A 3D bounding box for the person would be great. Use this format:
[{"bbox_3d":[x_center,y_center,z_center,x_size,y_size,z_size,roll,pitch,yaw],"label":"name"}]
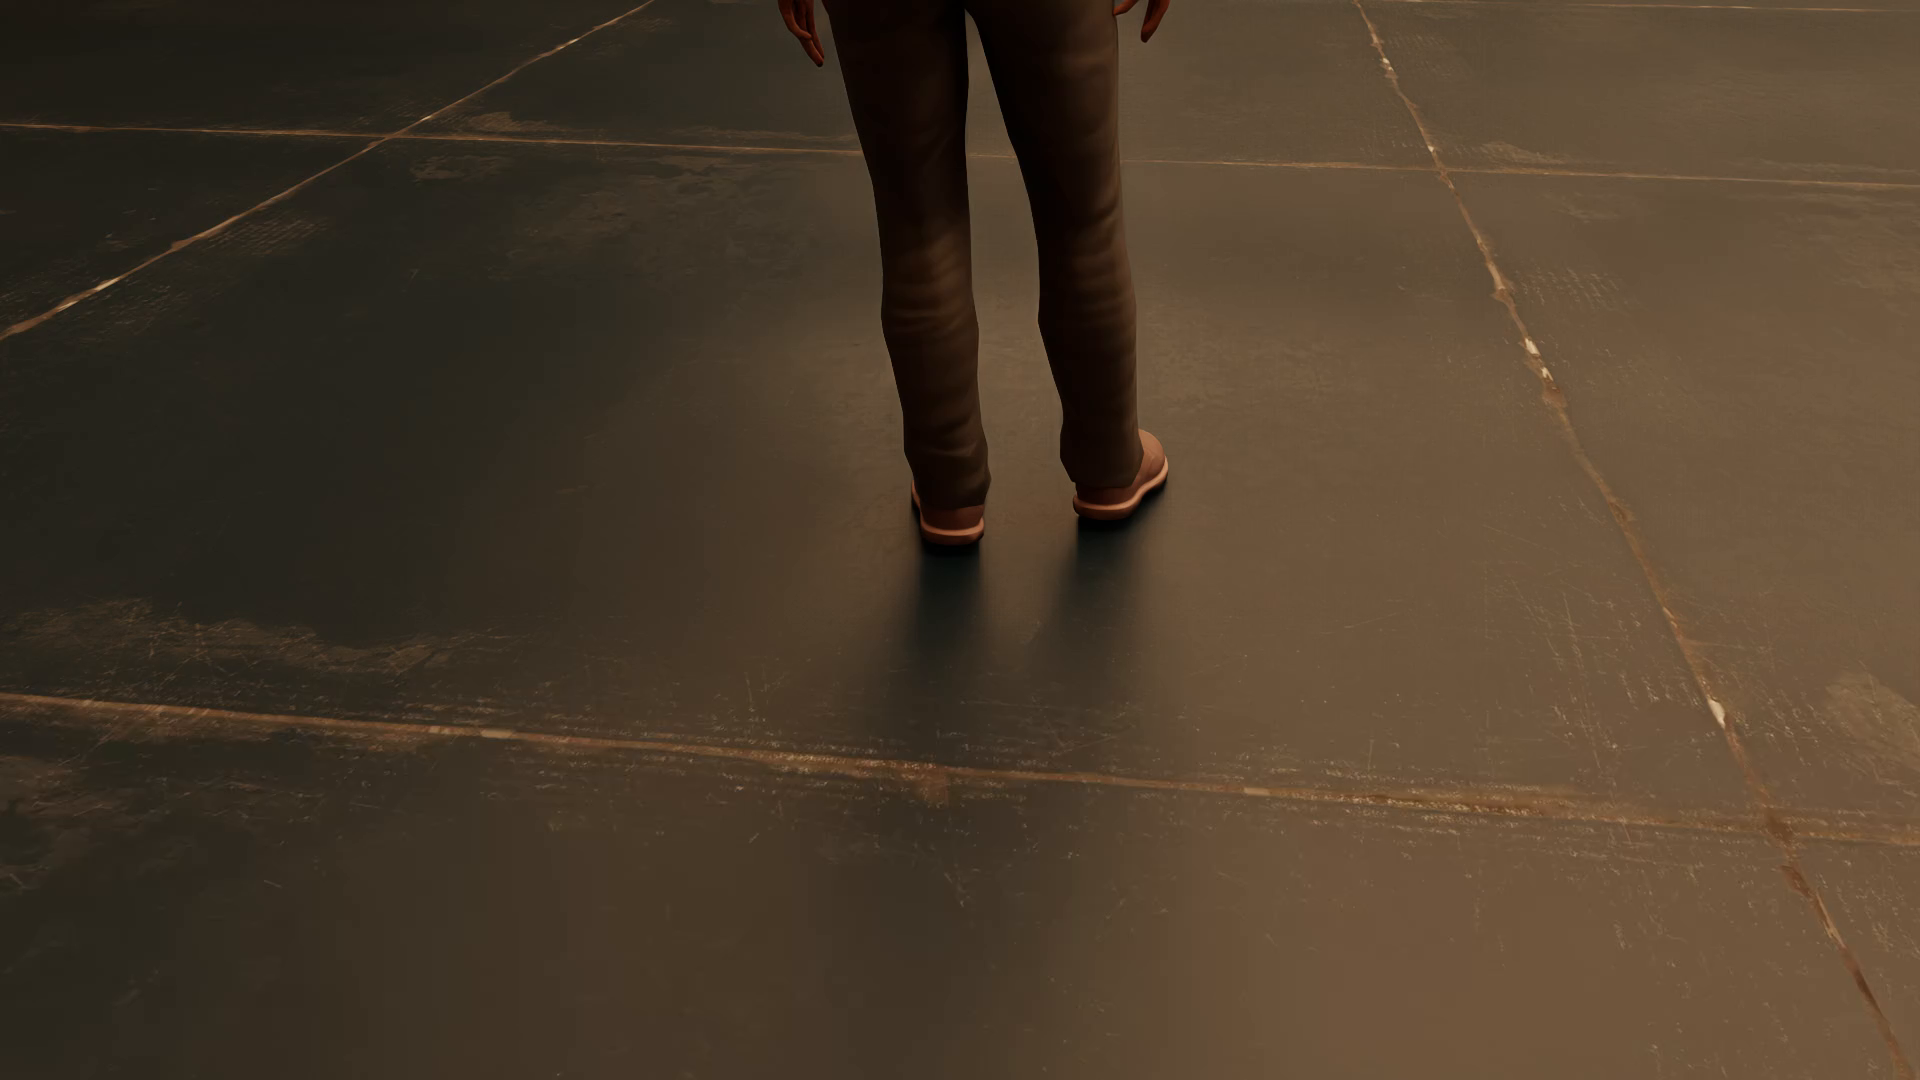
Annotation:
[{"bbox_3d":[0.032,-0.784,2.203,0.569,1.654,0.504,3,27,7],"label":"person"}]
